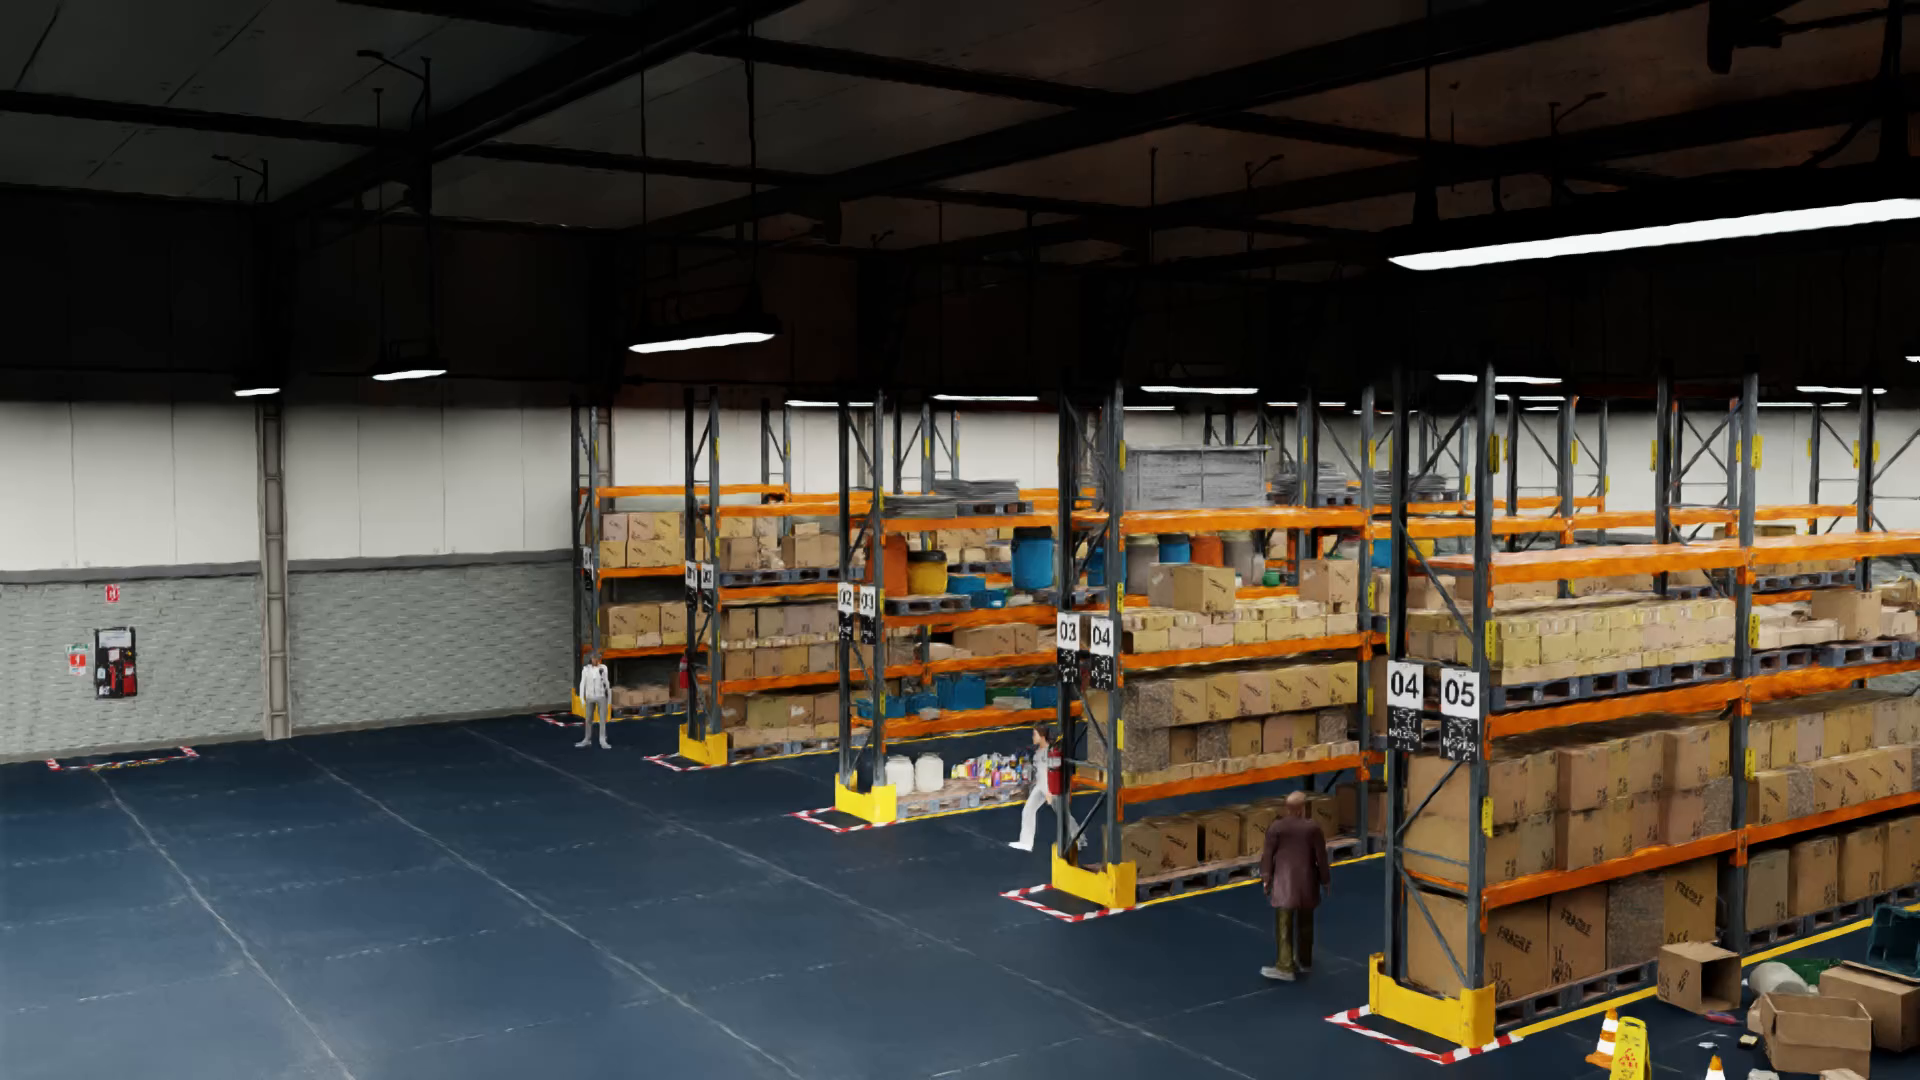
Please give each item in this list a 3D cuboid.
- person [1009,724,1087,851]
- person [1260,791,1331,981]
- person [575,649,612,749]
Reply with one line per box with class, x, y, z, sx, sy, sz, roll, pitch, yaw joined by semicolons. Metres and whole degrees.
person;1.117;3.105;20.829;0.958;1.612;0.482;-1;4;-13
person;3.227;3.292;16.028;0.677;1.775;0.636;0;3;-2
person;-6.152;2.653;27.875;0.637;1.677;0.430;0;3;-4
